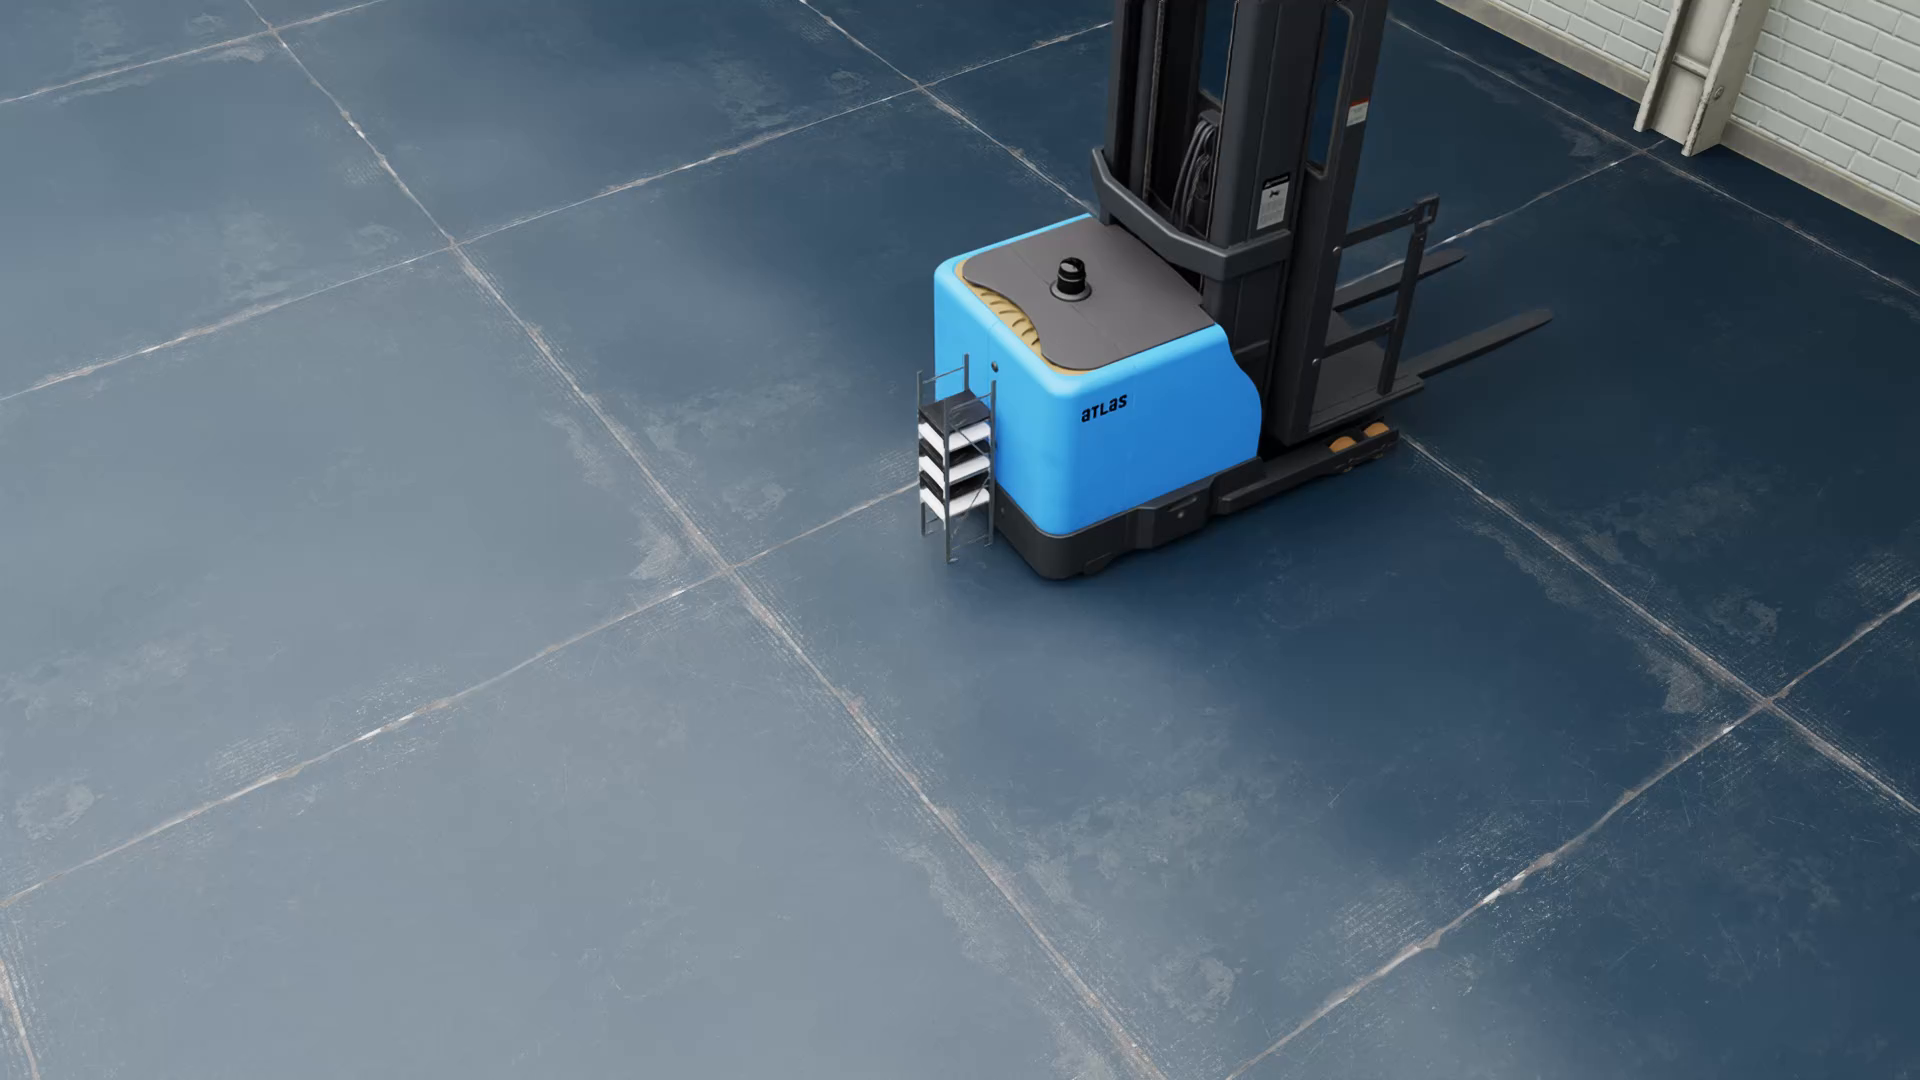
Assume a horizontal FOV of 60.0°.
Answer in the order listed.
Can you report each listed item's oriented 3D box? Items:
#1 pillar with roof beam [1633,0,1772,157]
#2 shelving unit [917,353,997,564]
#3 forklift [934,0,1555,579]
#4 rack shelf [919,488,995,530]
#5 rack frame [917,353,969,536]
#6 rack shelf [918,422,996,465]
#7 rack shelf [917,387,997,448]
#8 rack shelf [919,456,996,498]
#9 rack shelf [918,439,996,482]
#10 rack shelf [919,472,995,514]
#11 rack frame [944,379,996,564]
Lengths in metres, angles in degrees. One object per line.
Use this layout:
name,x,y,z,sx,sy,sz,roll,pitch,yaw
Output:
pillar with roof beam,0.664,-3.925,4.835,9.100,9.000,0.400,-26,49,-24
shelving unit,-0.013,-0.327,6.932,0.258,0.900,0.210,-23,48,-22
forklift,1.410,-1.659,6.856,3.031,2.935,1.130,-22,48,-21
rack shelf,-0.013,-0.173,7.079,0.258,0.077,0.200,-23,48,-22
rack frame,-0.067,-0.387,6.995,0.240,0.900,0.006,-23,48,-22
rack shelf,-0.013,-0.433,6.831,0.258,0.077,0.200,-23,48,-22
rack shelf,-0.013,-0.499,6.769,0.258,0.077,0.200,-23,48,-22
rack shelf,-0.013,-0.303,6.955,0.258,0.077,0.200,-23,48,-22
rack shelf,-0.013,-0.368,6.893,0.258,0.077,0.200,-23,48,-22
rack shelf,-0.013,-0.238,7.017,0.258,0.077,0.200,-23,48,-22
rack frame,0.040,-0.268,6.869,0.240,0.900,0.006,-23,48,-22
